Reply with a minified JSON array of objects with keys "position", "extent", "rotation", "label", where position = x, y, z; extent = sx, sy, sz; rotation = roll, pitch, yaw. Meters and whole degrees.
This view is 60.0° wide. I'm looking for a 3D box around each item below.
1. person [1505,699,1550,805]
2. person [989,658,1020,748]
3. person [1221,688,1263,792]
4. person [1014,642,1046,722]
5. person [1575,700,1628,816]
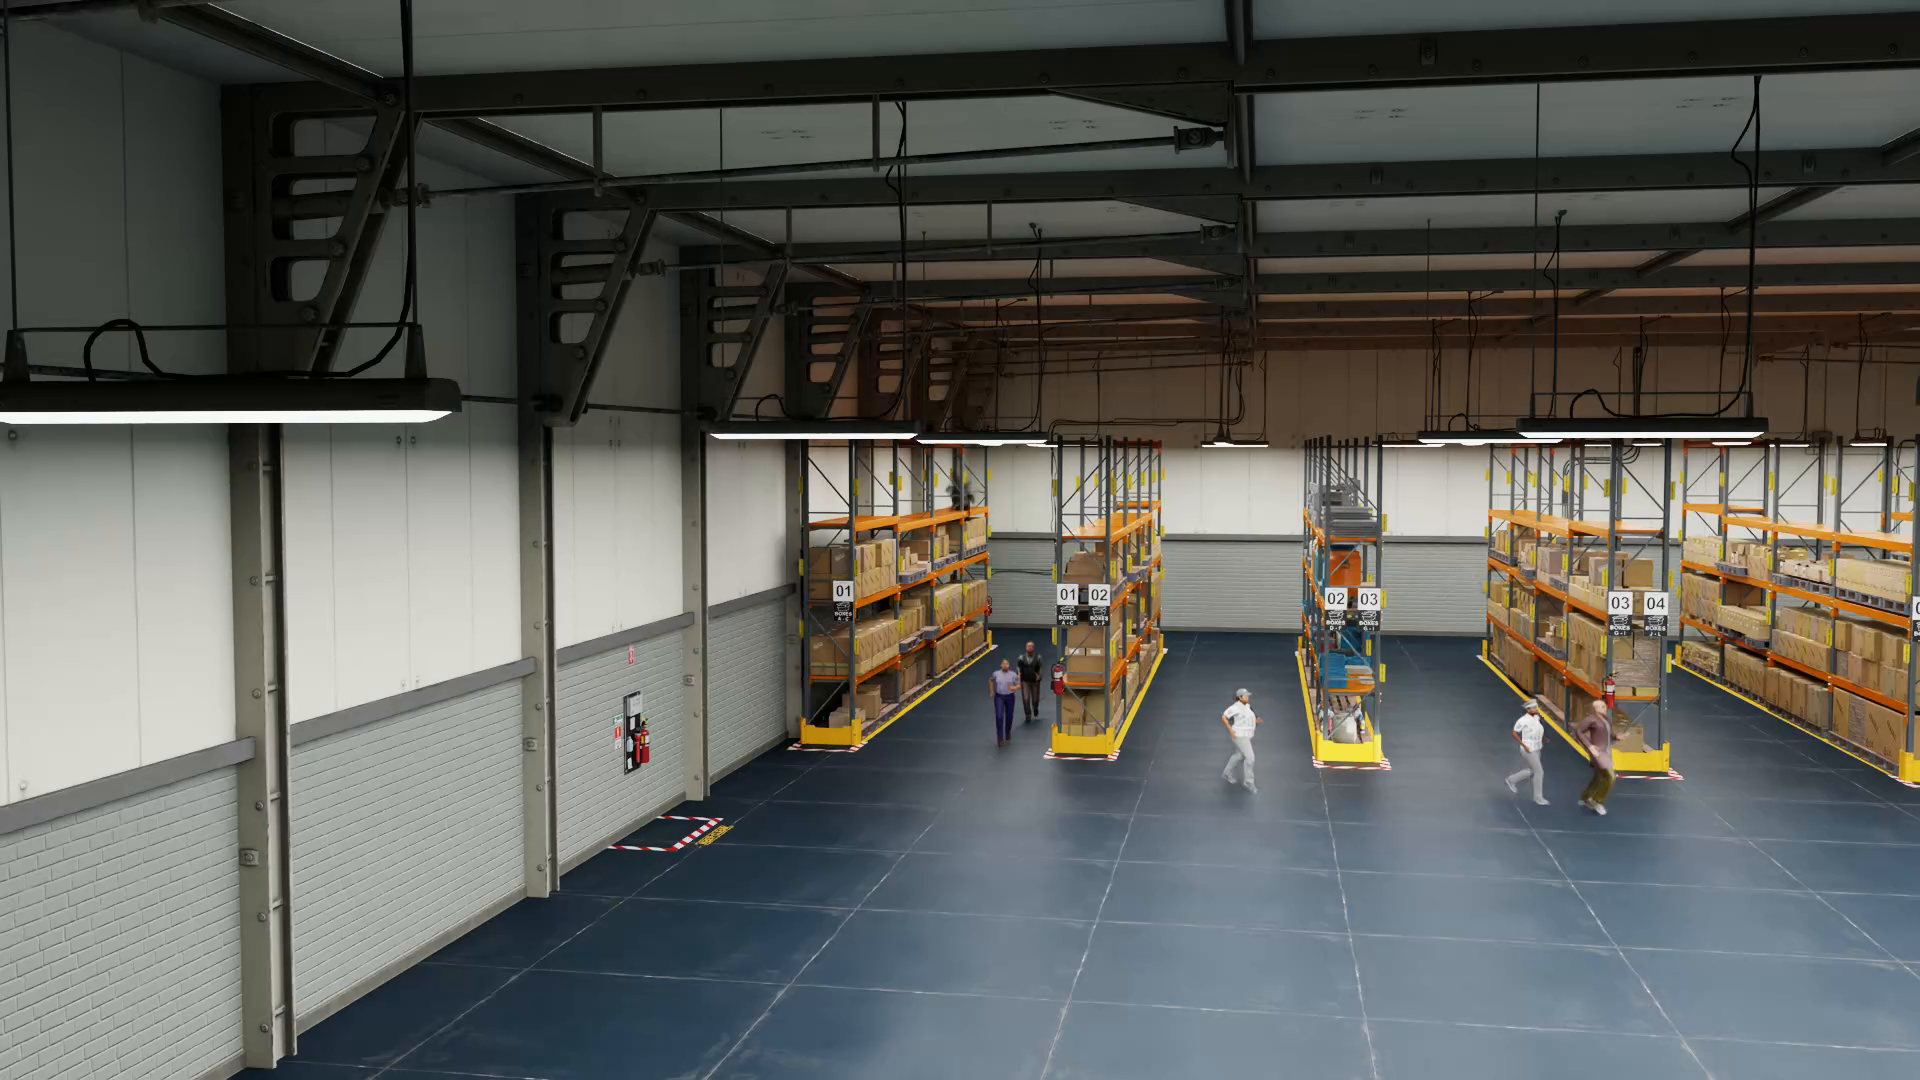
[{"position":[9.270,3.421,27.121],"extent":[0.574,1.703,0.792],"rotation":[-3,4,-42],"label":"person"},{"position":[0.871,3.141,32.383],"extent":[0.600,1.672,0.863],"rotation":[0,3,-2],"label":"person"},{"position":[4.749,3.370,28.127],"extent":[0.771,1.728,0.582],"rotation":[2,4,32],"label":"person"},{"position":[1.472,2.988,35.091],"extent":[0.657,1.670,0.612],"rotation":[0,3,6],"label":"person"},{"position":[10.105,3.426,26.196],"extent":[0.756,1.812,0.686],"rotation":[3,4,44],"label":"person"}]
